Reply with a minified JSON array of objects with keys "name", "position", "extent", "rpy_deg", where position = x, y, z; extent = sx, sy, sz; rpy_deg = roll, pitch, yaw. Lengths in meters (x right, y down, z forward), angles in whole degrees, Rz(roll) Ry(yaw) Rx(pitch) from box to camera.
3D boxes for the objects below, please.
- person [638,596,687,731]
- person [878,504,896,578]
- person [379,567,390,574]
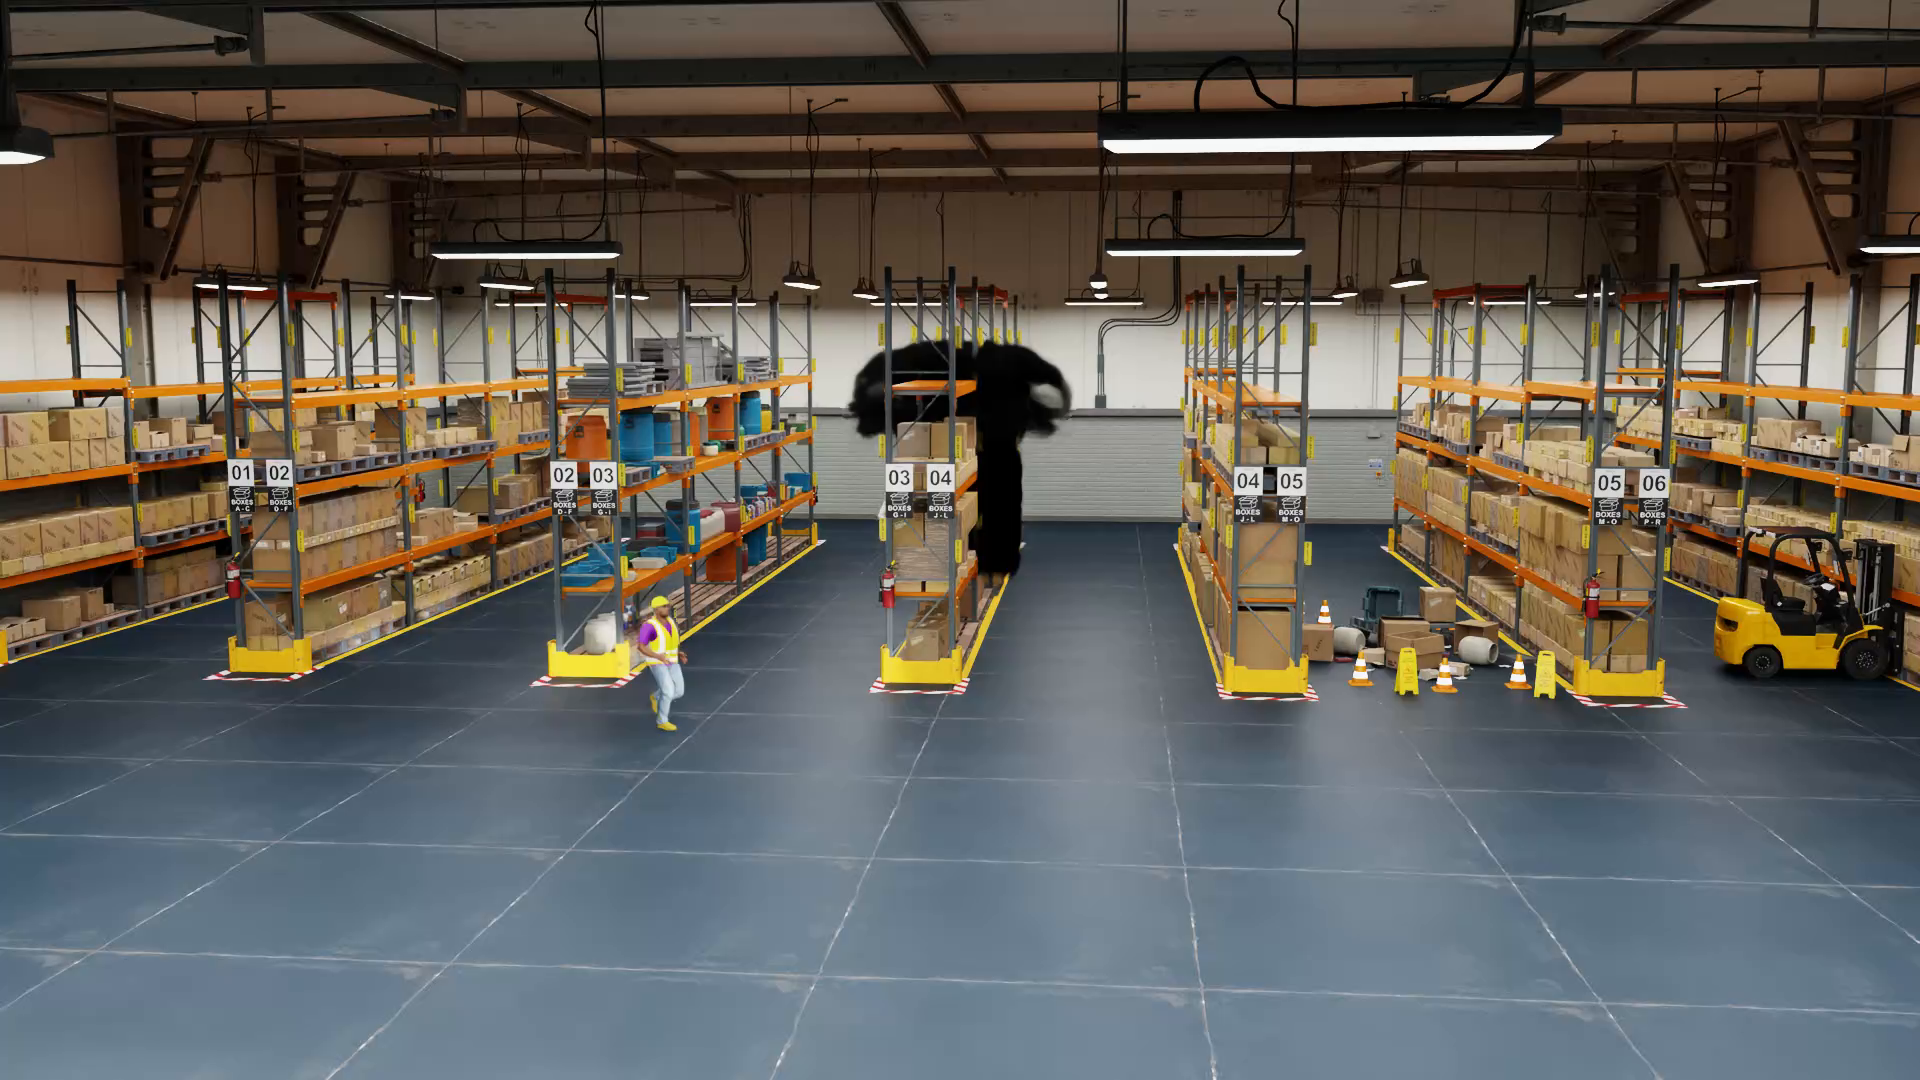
[{"name":"person","position":[-3.824,1.573,21.324],"extent":[0.588,1.723,0.703],"rpy_deg":[4,8,32]},{"name":"person","position":[-1.248,-0.092,32.449],"extent":[0.712,1.813,0.895],"rpy_deg":[-1,7,-4]},{"name":"person","position":[-11.166,0.199,32.180],"extent":[0.696,1.825,0.916],"rpy_deg":[0,7,-2]}]
